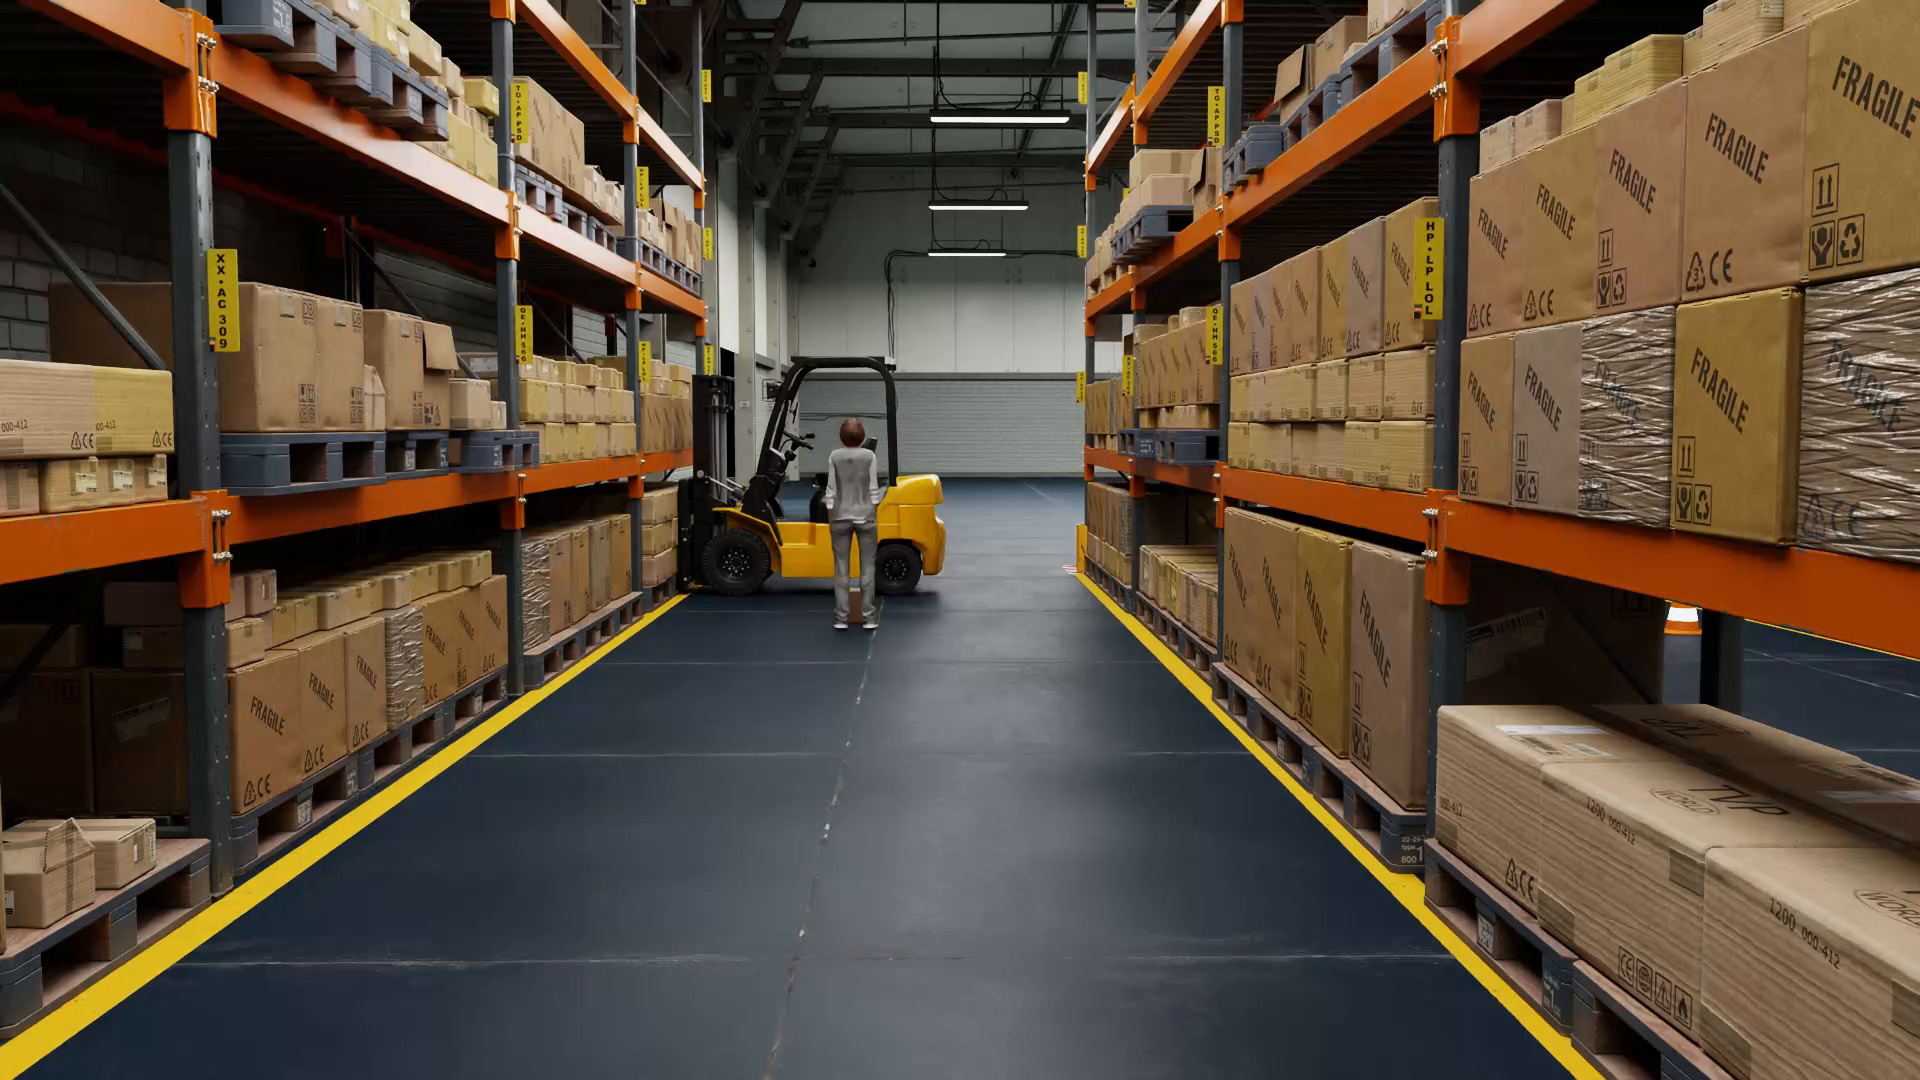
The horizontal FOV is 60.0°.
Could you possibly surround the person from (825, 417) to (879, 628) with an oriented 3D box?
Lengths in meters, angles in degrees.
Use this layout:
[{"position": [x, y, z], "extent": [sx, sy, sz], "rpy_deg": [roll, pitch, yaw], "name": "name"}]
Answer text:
[{"position": [-0.811, -0.124, 12.530], "extent": [0.404, 1.599, 0.307], "rpy_deg": [0, 4, 0], "name": "person"}]
